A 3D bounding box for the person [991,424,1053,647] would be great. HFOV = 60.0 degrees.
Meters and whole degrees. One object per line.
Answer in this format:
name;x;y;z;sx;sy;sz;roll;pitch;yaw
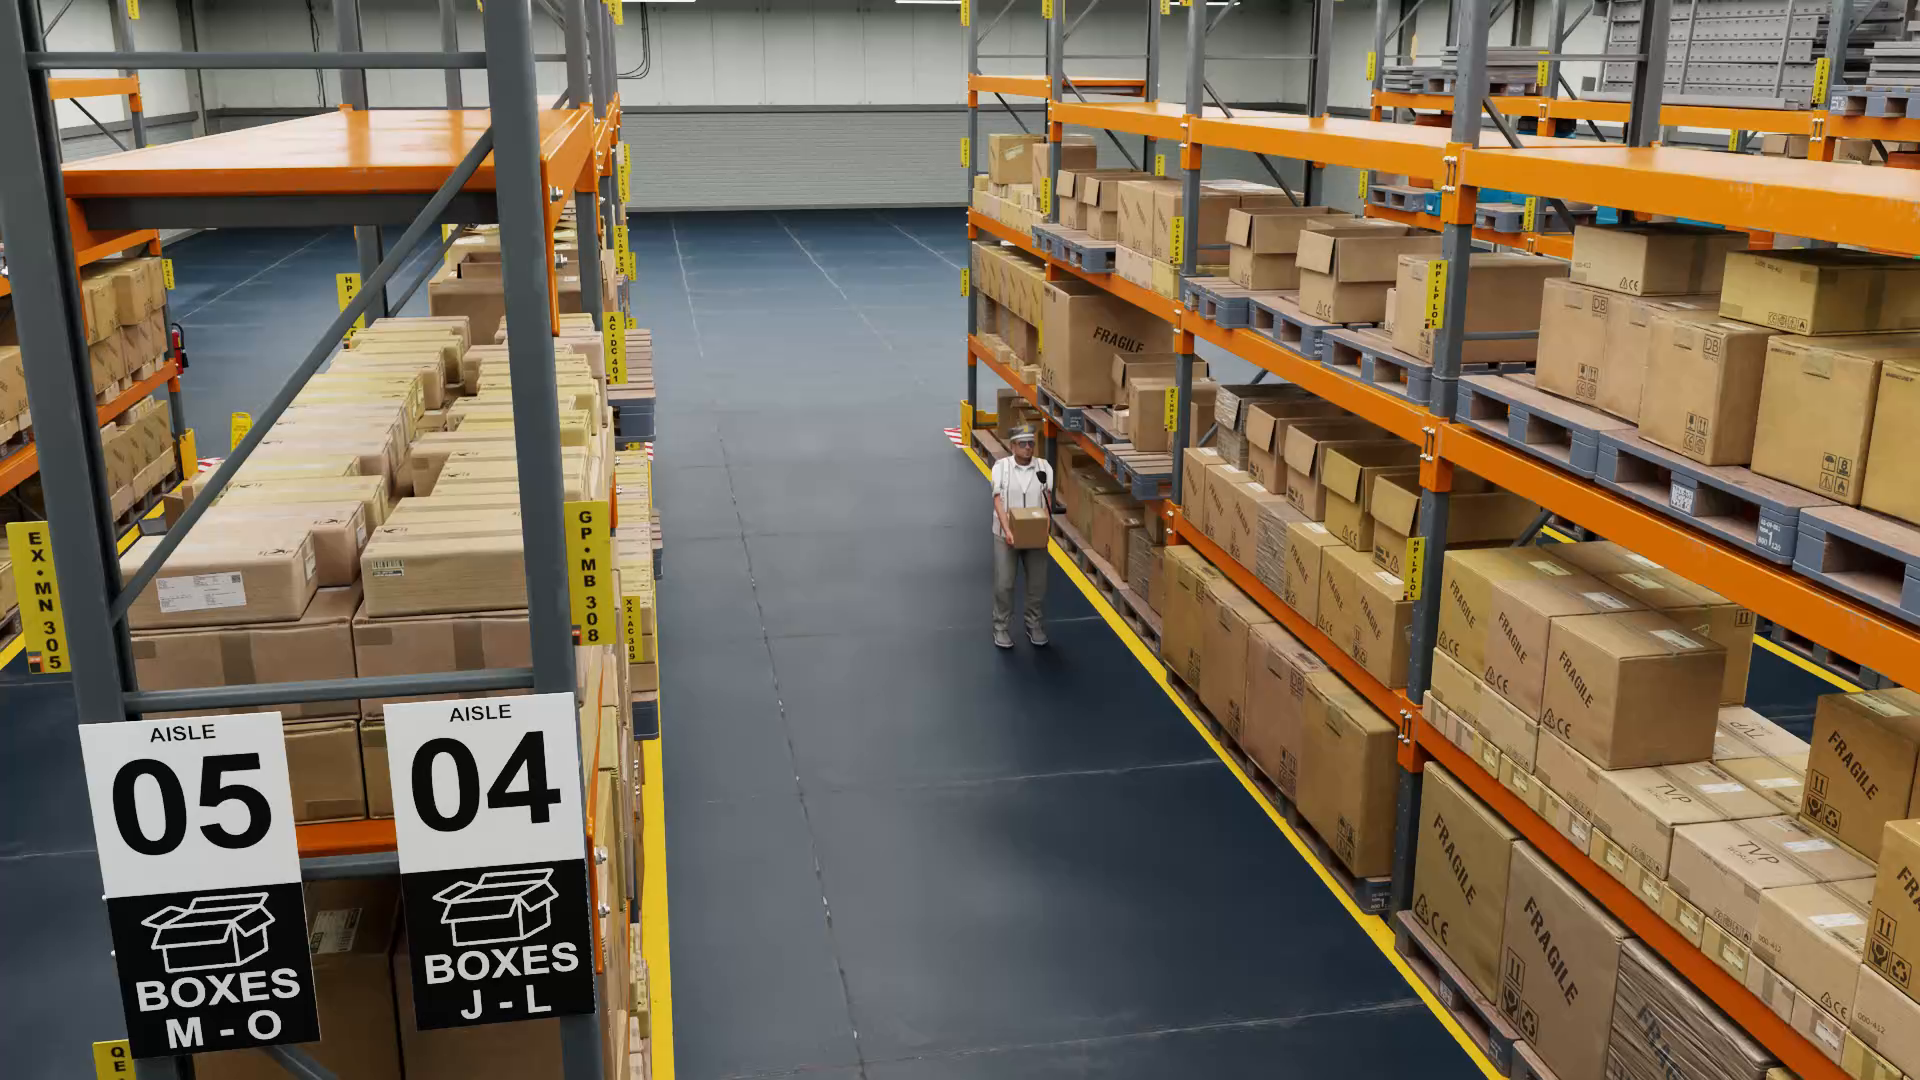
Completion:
person;0.508;-0.024;13.083;0.494;1.762;0.566;-3;16;-10
